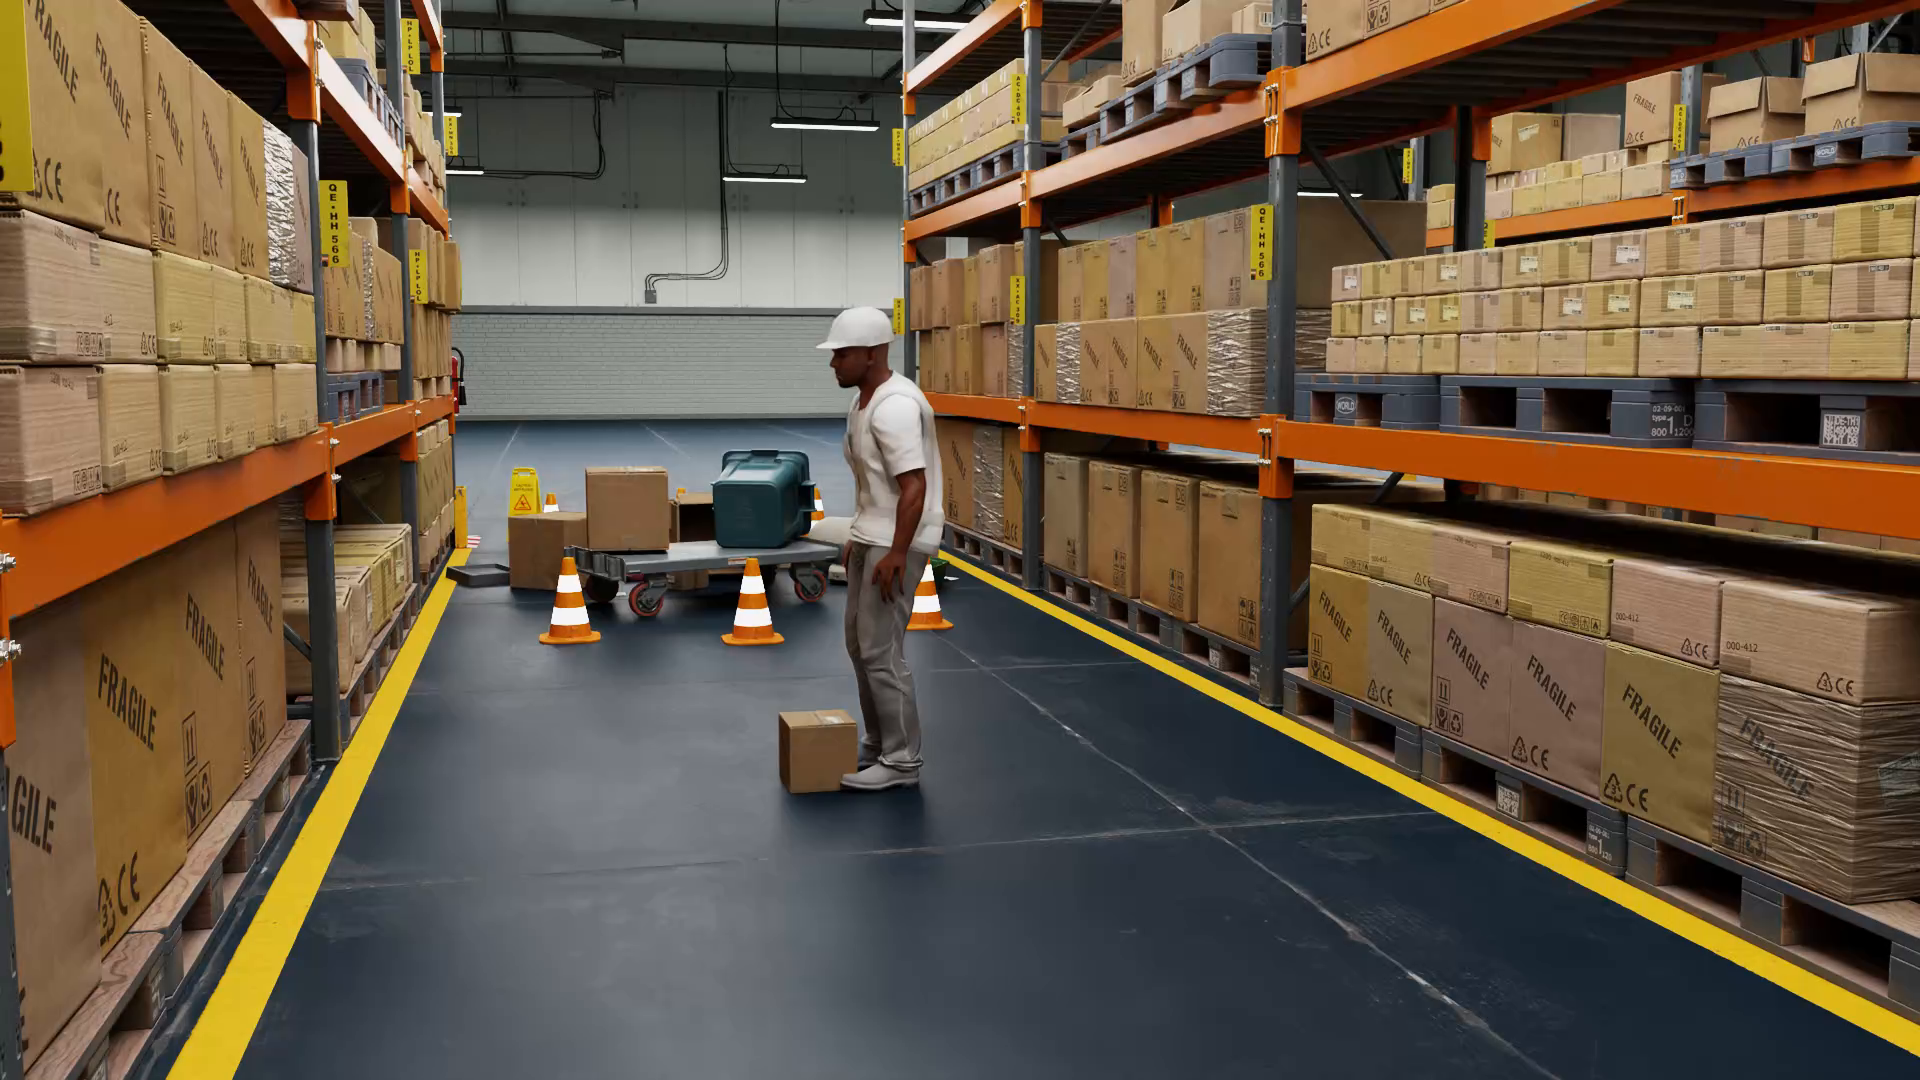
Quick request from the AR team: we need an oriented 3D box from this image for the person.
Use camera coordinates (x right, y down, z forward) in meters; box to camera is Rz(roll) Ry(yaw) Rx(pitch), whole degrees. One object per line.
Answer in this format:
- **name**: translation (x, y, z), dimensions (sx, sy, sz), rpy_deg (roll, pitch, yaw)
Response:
- **person**: translation (-0.302, 0.025, 6.144), dimensions (0.461, 1.759, 0.619), rpy_deg (-2, 6, -16)
